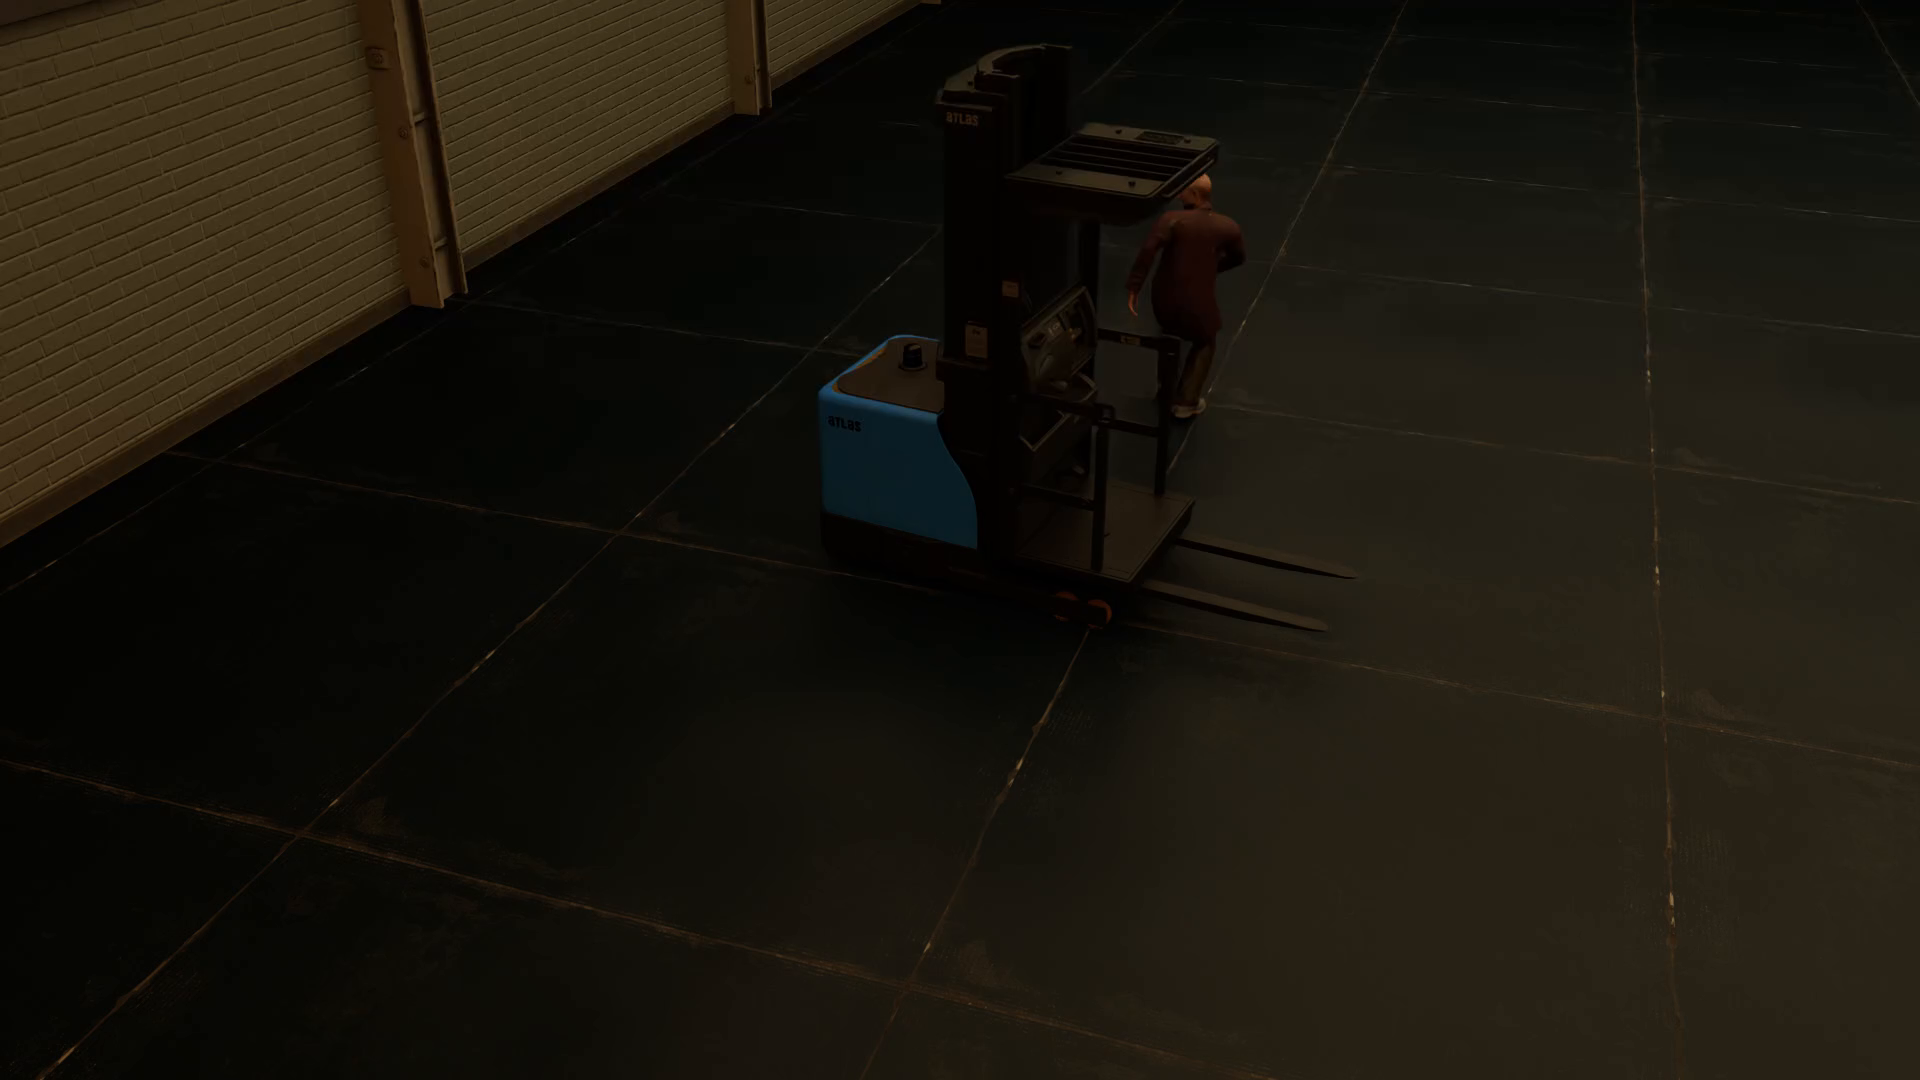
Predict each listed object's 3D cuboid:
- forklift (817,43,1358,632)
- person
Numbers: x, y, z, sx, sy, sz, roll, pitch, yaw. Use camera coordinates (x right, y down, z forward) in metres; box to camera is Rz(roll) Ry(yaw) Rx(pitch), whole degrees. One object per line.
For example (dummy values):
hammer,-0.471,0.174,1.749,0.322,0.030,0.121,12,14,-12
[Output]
forklift,0.727,-1.077,9.026,3.031,2.935,1.130,14,32,23
person,1.532,-1.639,11.302,0.728,1.763,0.799,9,31,15
